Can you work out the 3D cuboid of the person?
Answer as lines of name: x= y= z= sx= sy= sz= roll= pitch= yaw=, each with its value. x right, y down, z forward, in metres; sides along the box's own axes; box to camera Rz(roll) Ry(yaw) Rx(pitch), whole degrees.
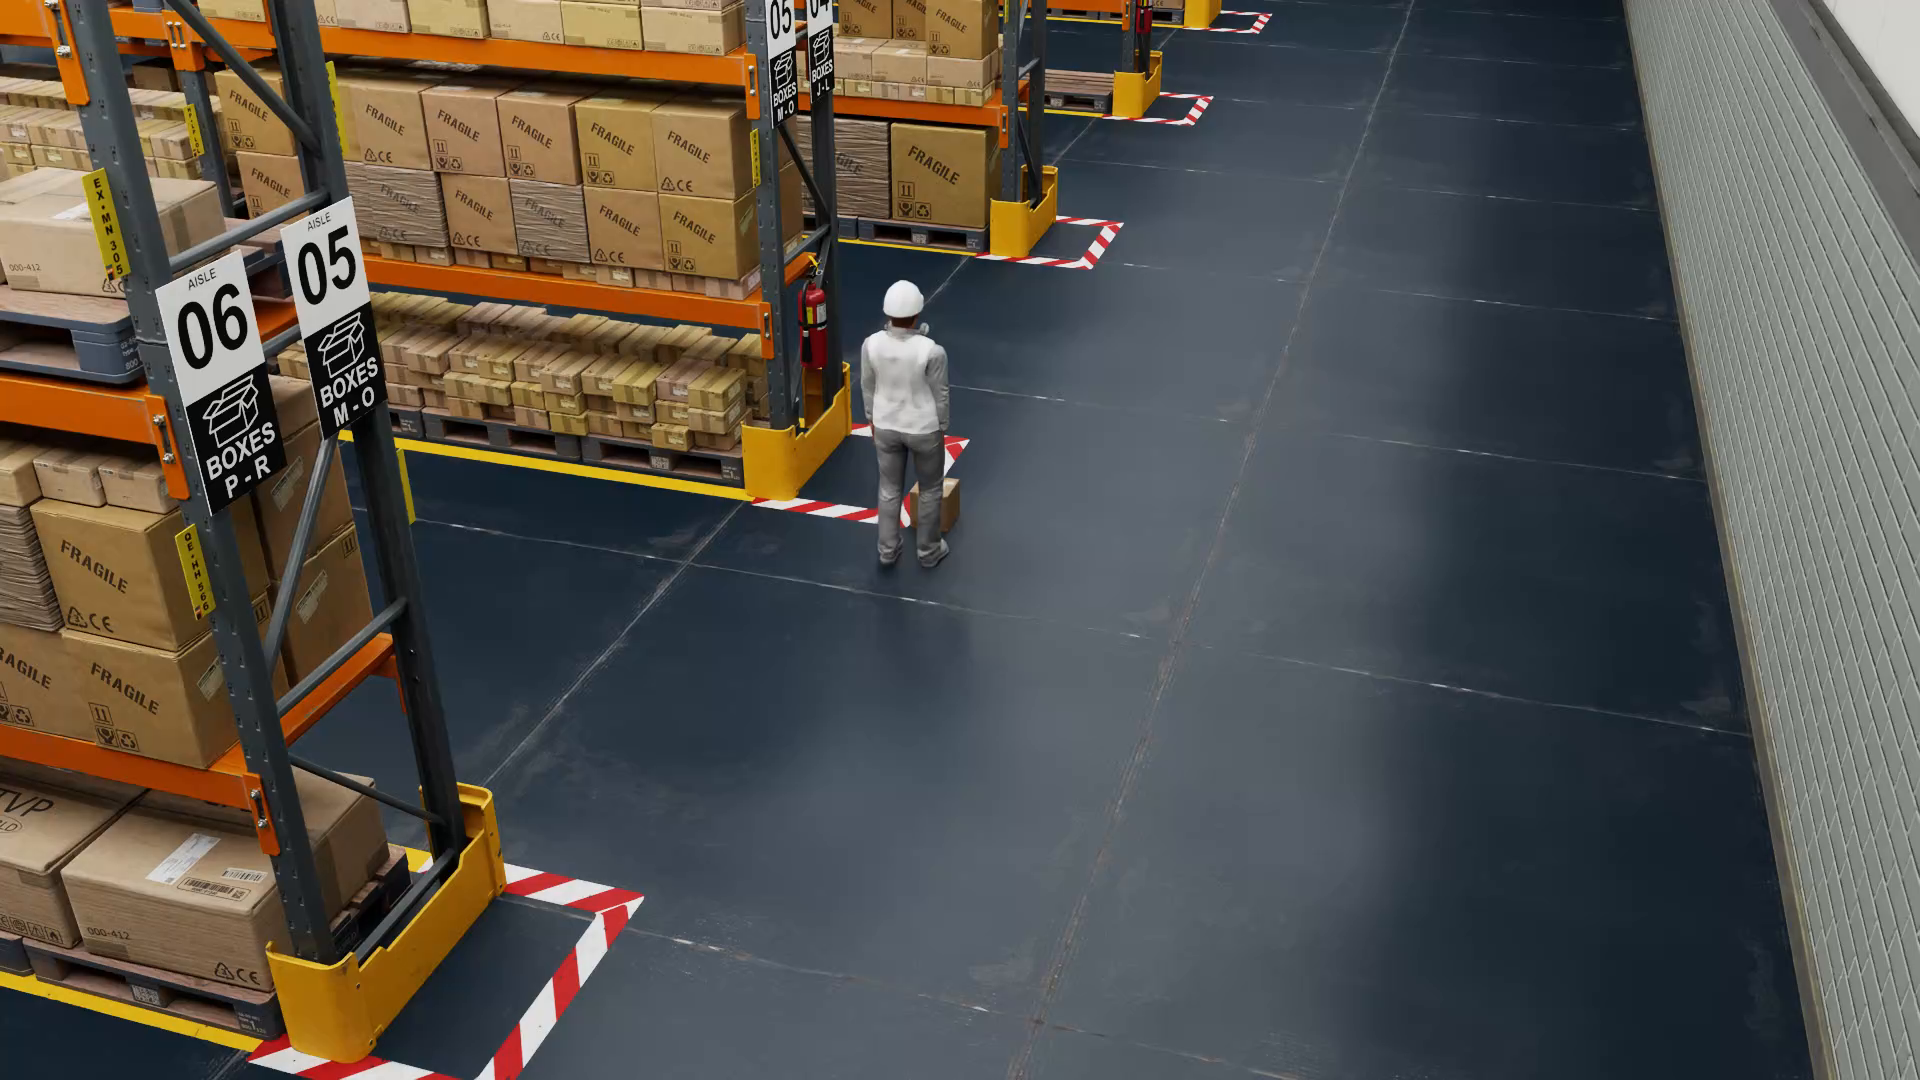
person: x=-0.309 y=-0.674 z=9.710 sx=0.531 sy=1.772 sz=0.359 roll=9 pitch=30 yaw=16
